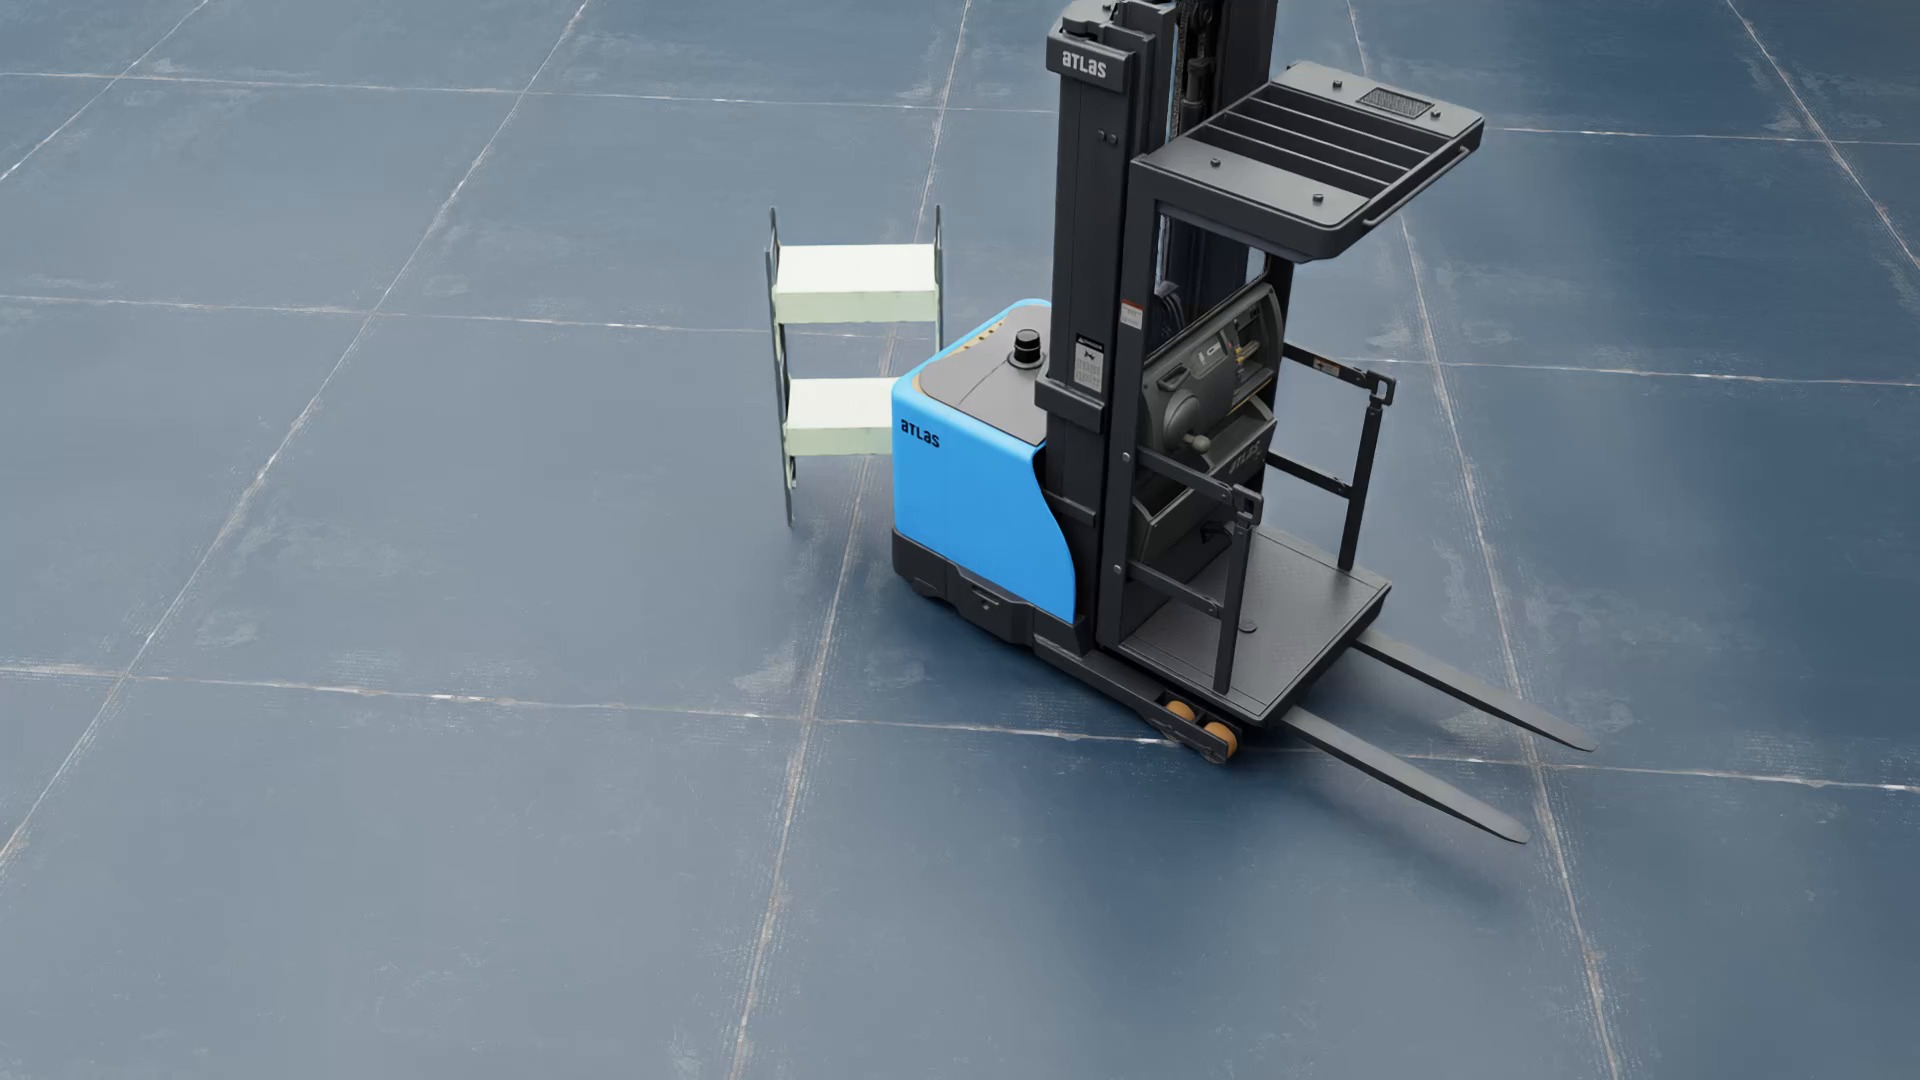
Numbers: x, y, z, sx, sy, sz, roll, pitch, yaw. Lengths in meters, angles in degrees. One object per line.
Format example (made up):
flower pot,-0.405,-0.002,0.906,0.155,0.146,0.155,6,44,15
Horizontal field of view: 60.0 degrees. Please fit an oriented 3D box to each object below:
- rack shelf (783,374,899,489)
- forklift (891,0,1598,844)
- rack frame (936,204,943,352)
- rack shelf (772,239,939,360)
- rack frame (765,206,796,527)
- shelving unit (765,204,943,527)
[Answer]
rack shelf,-0.457,-0.522,7.890,0.720,0.370,0.431,-1,39,-1
forklift,1.148,-0.605,6.342,3.031,2.935,1.130,28,47,30
rack frame,-0.091,-0.782,7.693,0.023,1.500,0.400,-1,39,-1
rack shelf,-0.457,-1.078,7.438,0.720,0.370,0.431,-1,39,-1
rack frame,-0.823,-0.768,7.677,0.023,1.500,0.400,-1,39,-1
shelving unit,-0.457,-0.775,7.685,0.755,1.500,0.431,-1,39,-1
